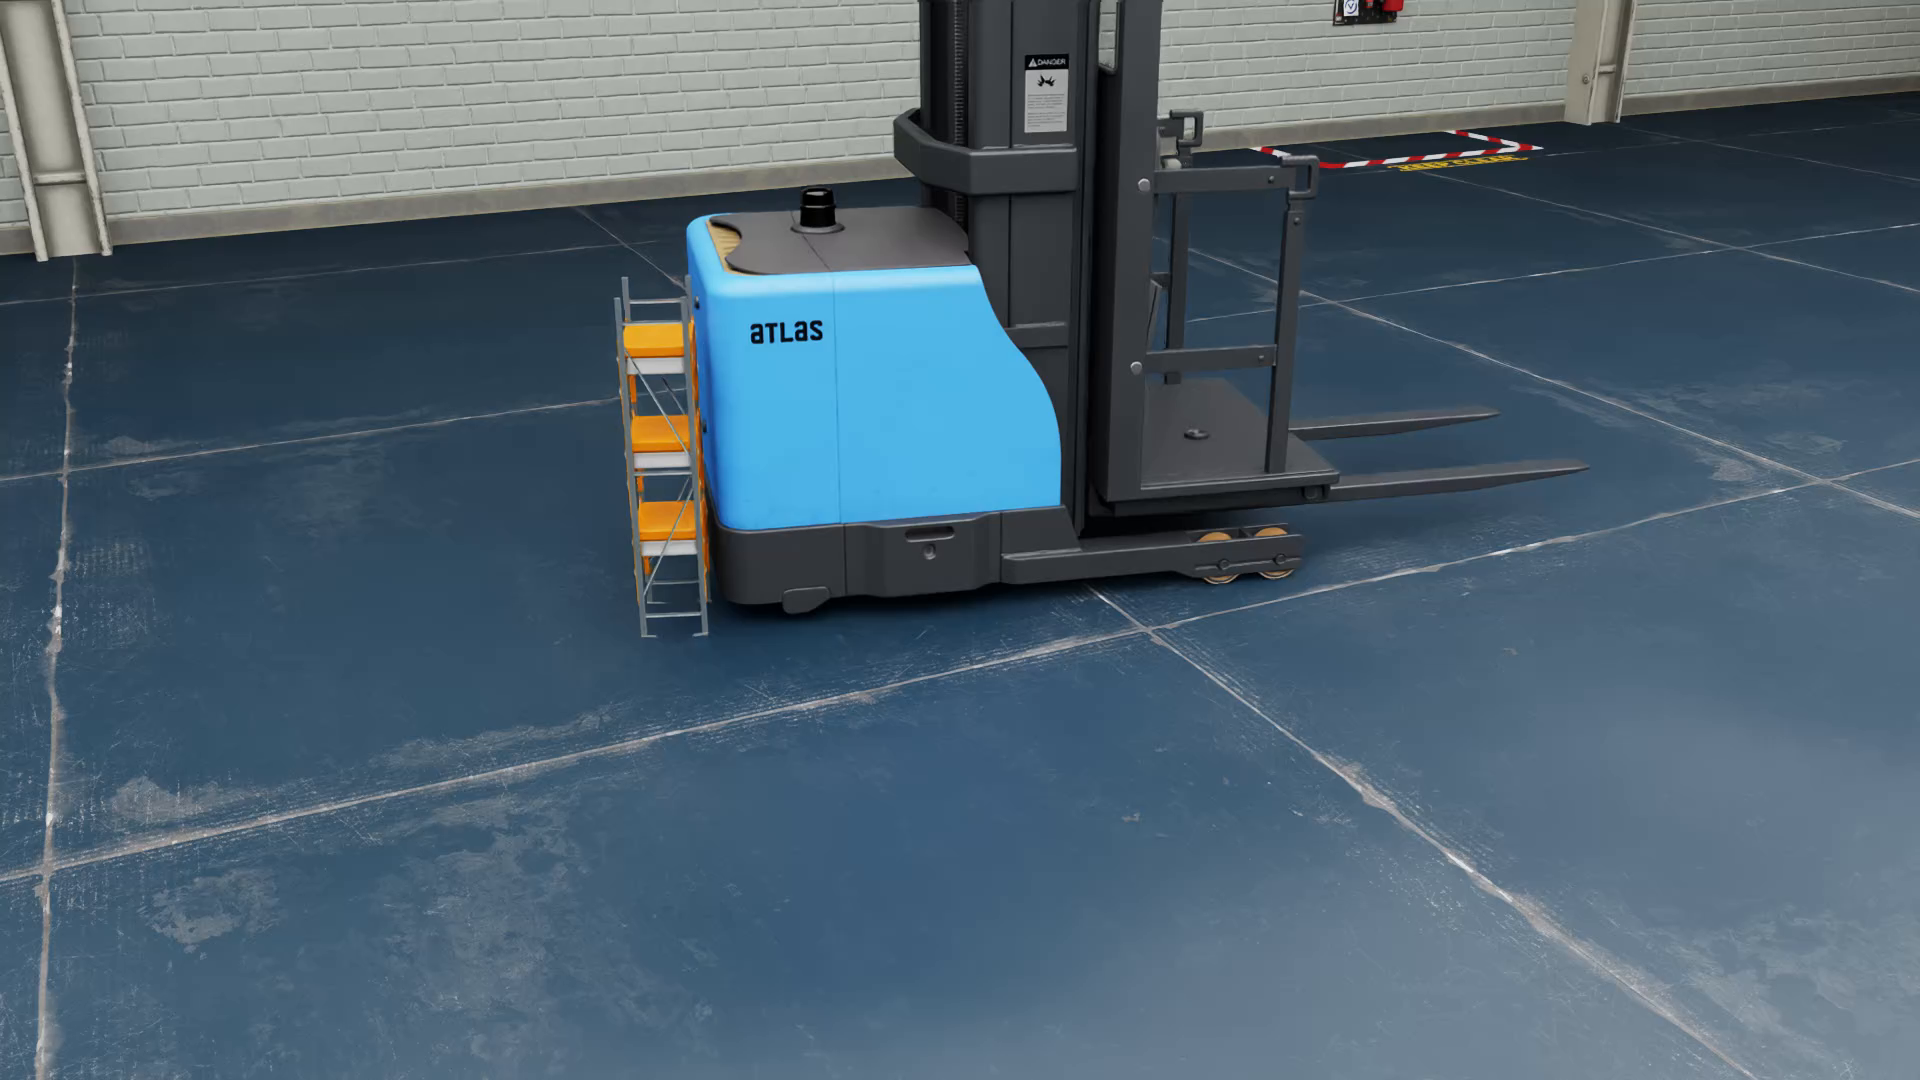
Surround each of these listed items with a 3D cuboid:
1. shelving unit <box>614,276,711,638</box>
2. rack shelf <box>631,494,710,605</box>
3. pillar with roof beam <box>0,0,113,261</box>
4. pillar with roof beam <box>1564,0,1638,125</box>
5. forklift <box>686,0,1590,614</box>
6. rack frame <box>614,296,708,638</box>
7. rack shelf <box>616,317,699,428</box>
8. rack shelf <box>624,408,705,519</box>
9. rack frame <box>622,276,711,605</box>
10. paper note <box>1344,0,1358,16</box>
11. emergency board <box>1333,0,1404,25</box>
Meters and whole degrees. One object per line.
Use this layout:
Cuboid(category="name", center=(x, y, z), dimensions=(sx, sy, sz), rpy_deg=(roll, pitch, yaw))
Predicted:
Cuboid(category="shelving unit", center=(-0.877, -0.239, 4.956), dimensions=(0.215, 1.050, 0.252), rpy_deg=(-2, 23, -5))
Cuboid(category="rack shelf", center=(-0.877, 0.027, 5.066), dimensions=(0.215, 0.259, 0.240), rpy_deg=(-2, 23, -5))
Cuboid(category="pillar with roof beam", center=(-3.382, -4.378, 4.562), dimensions=(0.400, 9.000, 9.100), rpy_deg=(-10, 25, -24))
Cuboid(category="pillar with roof beam", center=(7.431, -6.369, 9.371), dimensions=(0.400, 9.000, 9.100), rpy_deg=(-10, 25, -24))
Cuboid(category="forklift", center=(0.644, -1.402, 5.305), dimensions=(3.031, 2.935, 1.130), rpy_deg=(-5, 23, -12))
Cuboid(category="rack frame", center=(-0.864, -0.193, 4.844), dimensions=(0.200, 1.050, 0.008), rpy_deg=(-2, 23, -5))
Cuboid(category="rack shelf", center=(-0.877, -0.492, 4.851), dimensions=(0.215, 0.259, 0.240), rpy_deg=(-2, 23, -5))
Cuboid(category="rack shelf", center=(-0.877, -0.230, 4.960), dimensions=(0.215, 0.259, 0.240), rpy_deg=(-2, 23, -5))
Cuboid(category="rack frame", center=(-0.889, -0.286, 5.068), dimensions=(0.200, 1.050, 0.008), rpy_deg=(-2, 23, -5))
Cuboid(category="paper note", center=(3.131, -4.271, 13.299), dimensions=(0.142, 0.148, 0.016), rpy_deg=(-10, 25, -24))
Cuboid(category="emergency board", center=(3.320, -4.684, 13.144), dimensions=(0.643, 1.169, 0.194), rpy_deg=(-10, 25, -24))
